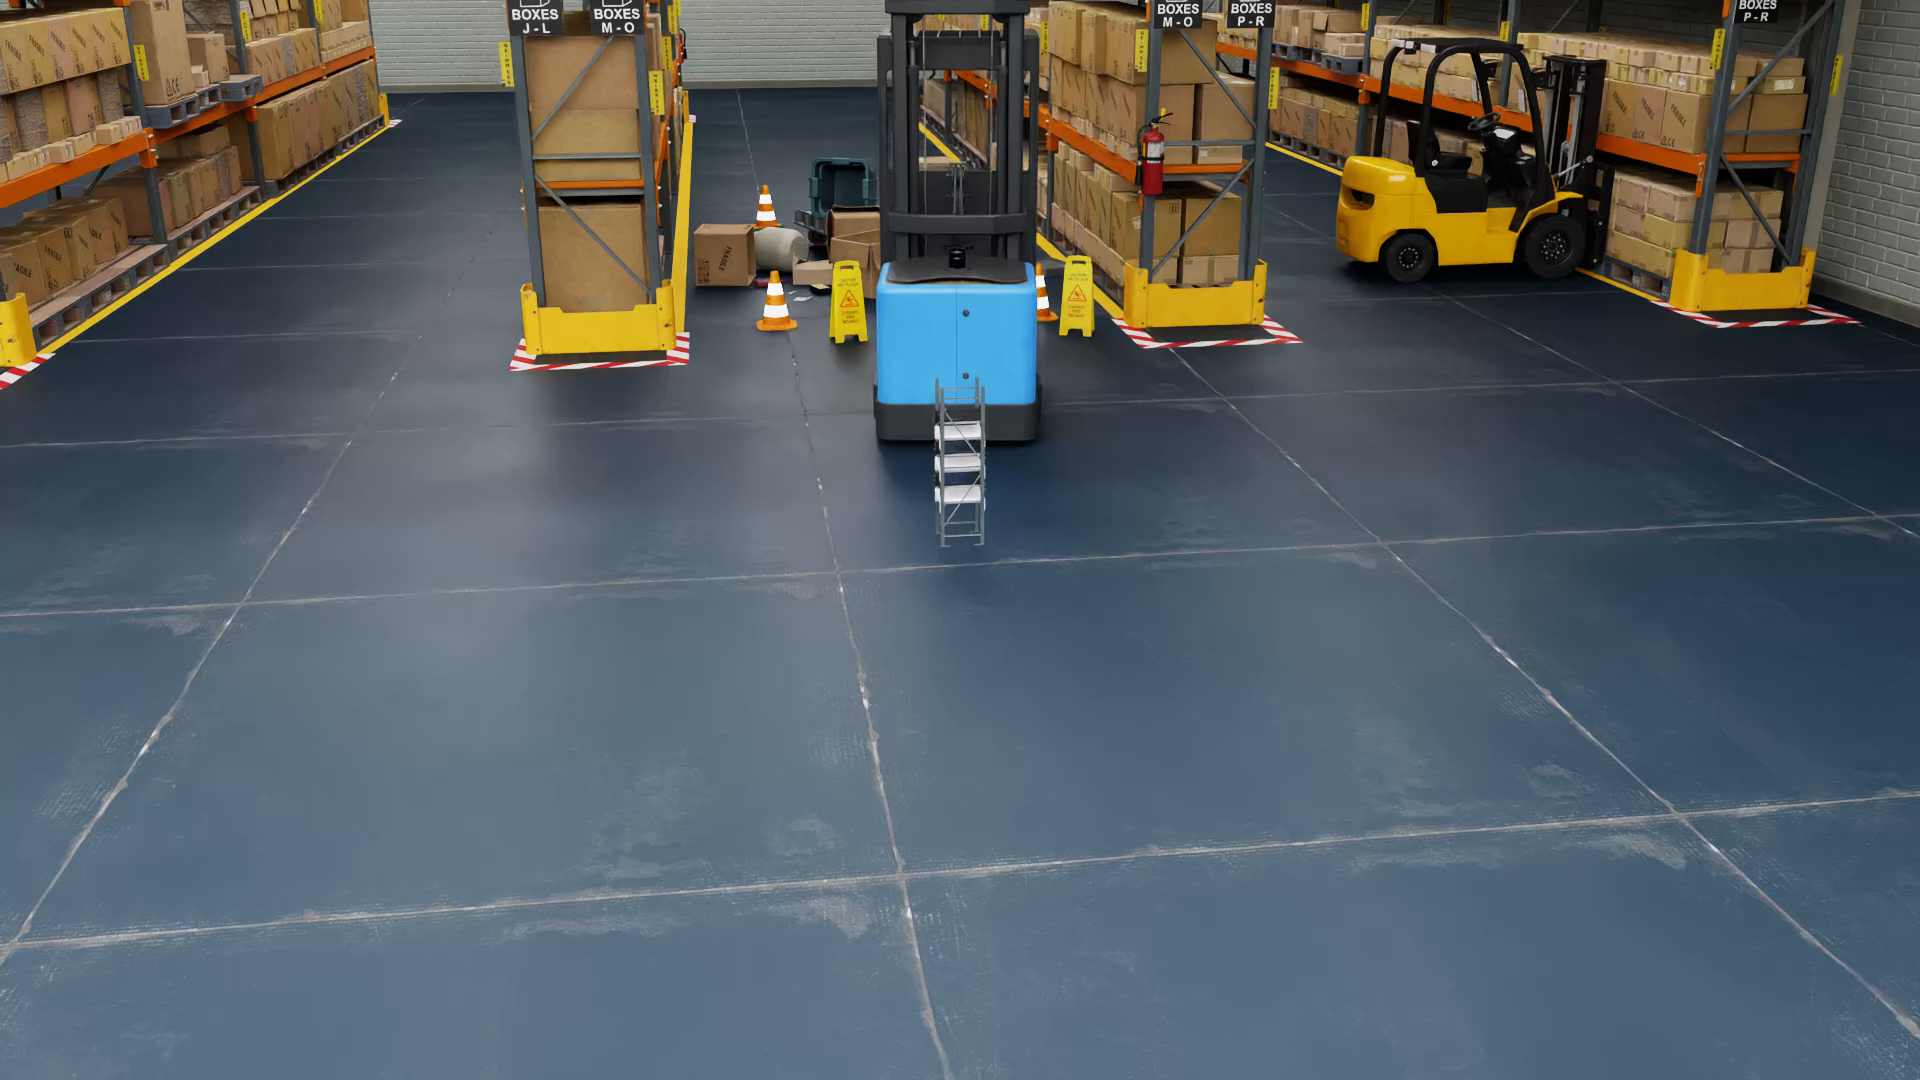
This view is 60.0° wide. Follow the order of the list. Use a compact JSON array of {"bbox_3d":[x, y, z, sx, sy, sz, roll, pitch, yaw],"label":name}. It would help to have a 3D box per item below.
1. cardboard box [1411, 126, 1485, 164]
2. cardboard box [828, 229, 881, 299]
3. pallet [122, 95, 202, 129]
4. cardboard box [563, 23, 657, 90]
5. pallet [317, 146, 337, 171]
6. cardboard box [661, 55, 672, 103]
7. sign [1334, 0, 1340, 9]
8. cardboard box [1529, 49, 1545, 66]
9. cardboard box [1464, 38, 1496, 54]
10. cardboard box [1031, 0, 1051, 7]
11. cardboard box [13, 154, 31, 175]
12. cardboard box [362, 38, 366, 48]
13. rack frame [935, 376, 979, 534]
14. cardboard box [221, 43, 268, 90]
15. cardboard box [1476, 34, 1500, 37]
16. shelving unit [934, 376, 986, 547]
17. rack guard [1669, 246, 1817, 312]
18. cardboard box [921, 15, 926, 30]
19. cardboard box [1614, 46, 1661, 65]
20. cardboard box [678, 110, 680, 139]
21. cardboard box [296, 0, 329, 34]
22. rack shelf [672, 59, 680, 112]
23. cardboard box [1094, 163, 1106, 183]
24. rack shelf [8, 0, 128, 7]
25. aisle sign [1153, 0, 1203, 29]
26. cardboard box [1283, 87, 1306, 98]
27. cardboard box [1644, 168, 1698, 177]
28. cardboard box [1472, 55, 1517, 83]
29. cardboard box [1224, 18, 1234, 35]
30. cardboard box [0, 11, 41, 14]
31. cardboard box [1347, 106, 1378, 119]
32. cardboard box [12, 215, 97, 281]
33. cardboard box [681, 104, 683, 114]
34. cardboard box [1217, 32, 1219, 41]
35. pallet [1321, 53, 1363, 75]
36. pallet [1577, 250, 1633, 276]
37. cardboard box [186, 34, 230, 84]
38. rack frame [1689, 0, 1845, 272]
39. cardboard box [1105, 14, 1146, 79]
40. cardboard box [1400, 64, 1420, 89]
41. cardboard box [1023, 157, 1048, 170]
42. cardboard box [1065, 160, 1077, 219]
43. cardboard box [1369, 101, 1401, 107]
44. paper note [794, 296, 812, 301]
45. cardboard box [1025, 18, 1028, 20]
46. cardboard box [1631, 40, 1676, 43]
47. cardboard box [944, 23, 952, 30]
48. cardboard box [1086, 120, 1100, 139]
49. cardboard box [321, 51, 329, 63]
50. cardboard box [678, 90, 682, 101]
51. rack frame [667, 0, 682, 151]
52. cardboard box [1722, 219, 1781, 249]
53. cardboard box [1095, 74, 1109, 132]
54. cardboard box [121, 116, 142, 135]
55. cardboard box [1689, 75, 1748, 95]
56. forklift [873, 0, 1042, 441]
[{"bbox_3d":[6.039,-4.678,20.247,0.875,0.625,0.625,-4,21,-10],"label":"cardboard box"},{"bbox_3d":[-0.753,-2.558,15.347,0.637,0.503,0.797,17,27,39],"label":"cardboard box"},{"bbox_3d":[-8.344,-4.315,16.755,1.003,0.211,1.213,-3,21,-8],"label":"pallet"},{"bbox_3d":[-3.011,-4.056,14.030,0.875,0.550,0.550,-3,21,-8],"label":"cardboard box"},{"bbox_3d":[-9.345,-5.333,23.192,1.003,0.211,1.213,-3,21,-8],"label":"pallet"},{"bbox_3d":[-3.481,-5.114,18.478,0.500,0.500,0.500,-3,21,-7],"label":"cardboard box"},{"bbox_3d":[5.735,-8.225,25.297,0.100,0.325,0.005,-3,21,-8],"label":"sign"},{"bbox_3d":[6.164,-5.021,17.303,0.380,0.149,0.250,-2,21,-6],"label":"cardboard box"},{"bbox_3d":[5.863,-5.602,18.858,0.380,0.149,0.250,-4,21,-9],"label":"cardboard box"},{"bbox_3d":[1.023,-6.716,21.337,0.500,0.500,0.500,-4,21,-10],"label":"cardboard box"},{"bbox_3d":[-7.701,-3.001,13.323,0.380,0.149,0.250,-3,21,-8],"label":"cardboard box"},{"bbox_3d":[-9.656,-7.886,26.401,0.380,0.149,0.250,-3,21,-8],"label":"cardboard box"},{"bbox_3d":[-0.016,-0.460,9.160,0.240,0.900,0.006,-3,21,-8],"label":"rack frame"},{"bbox_3d":[-8.755,-5.746,20.171,0.500,0.500,0.500,-2,21,-6],"label":"cardboard box"},{"bbox_3d":[6.328,-5.897,19.649,0.380,0.149,0.250,-3,21,-7],"label":"cardboard box"},{"bbox_3d":[-0.001,-0.424,9.066,0.258,0.900,0.210,-3,21,-8],"label":"shelving unit"},{"bbox_3d":[6.920,-2.320,14.712,1.175,0.500,0.348,-3,21,-8],"label":"rack guard"},{"bbox_3d":[-0.360,-8.302,27.015,0.500,0.500,0.500,-3,21,-8],"label":"cardboard box"},{"bbox_3d":[6.373,-4.539,15.587,0.380,0.149,0.250,-3,21,-7],"label":"cardboard box"},{"bbox_3d":[-4.252,-5.900,23.697,0.500,0.500,0.500,-3,21,-9],"label":"cardboard box"},{"bbox_3d":[-9.347,-7.501,23.731,0.500,0.500,0.500,-3,21,-8],"label":"cardboard box"},{"bbox_3d":[-4.320,-6.088,22.257,1.077,0.370,4.000,-3,21,-8],"label":"rack shelf"},{"bbox_3d":[1.443,-3.378,15.303,0.380,0.149,0.250,-2,21,-5],"label":"cardboard box"},{"bbox_3d":[-8.090,-4.508,13.740,1.077,0.370,4.000,-3,21,-8],"label":"rack shelf"},{"bbox_3d":[1.727,-4.429,13.072,0.394,0.787,0.004,-3,21,-8],"label":"aisle sign"},{"bbox_3d":[5.092,-6.754,25.057,0.380,0.149,0.250,-3,21,-9],"label":"cardboard box"},{"bbox_3d":[6.897,-3.398,15.929,0.500,0.250,0.500,-3,21,-8],"label":"cardboard box"},{"bbox_3d":[6.016,-5.205,18.365,0.500,0.250,0.500,-3,21,-9],"label":"cardboard box"},{"bbox_3d":[4.653,-8.411,27.239,0.500,0.250,0.500,-3,21,-9],"label":"cardboard box"},{"bbox_3d":[-8.491,-4.445,14.834,0.500,0.500,0.500,-3,21,-8],"label":"cardboard box"},{"bbox_3d":[5.441,-5.757,22.387,0.380,0.149,0.250,-4,21,-10],"label":"cardboard box"},{"bbox_3d":[-8.103,-2.609,14.886,0.500,0.500,0.500,-5,21,-13],"label":"cardboard box"},{"bbox_3d":[-4.765,-7.108,27.434,0.380,0.149,0.250,-2,21,-6],"label":"cardboard box"},{"bbox_3d":[4.516,-8.528,28.121,0.380,0.149,0.250,-2,21,-6],"label":"cardboard box"},{"bbox_3d":[5.596,-6.410,22.366,1.213,0.211,1.003,-3,21,-8],"label":"pallet"},{"bbox_3d":[6.592,-2.877,16.617,1.003,0.211,1.213,-3,21,-8],"label":"pallet"},{"bbox_3d":[-8.658,-5.388,18.611,0.700,0.500,0.500,0,20,0],"label":"cardboard box"},{"bbox_3d":[6.917,-3.499,14.297,1.000,3.000,0.127,-3,21,-8],"label":"rack frame"},{"bbox_3d":[1.650,-4.243,14.293,0.700,0.500,0.500,-3,21,-7],"label":"cardboard box"},{"bbox_3d":[5.734,-5.680,20.352,0.500,0.250,0.500,-4,21,-10],"label":"cardboard box"},{"bbox_3d":[1.142,-4.269,19.514,0.950,0.372,0.625,-2,21,-6],"label":"cardboard box"},{"bbox_3d":[1.335,-3.490,16.530,0.500,0.500,0.500,-2,21,-6],"label":"cardboard box"},{"bbox_3d":[5.870,-5.970,22.959,0.380,0.149,0.250,-3,21,-7],"label":"cardboard box"},{"bbox_3d":[-1.419,-2.185,15.025,0.144,0.017,0.142,4,21,11],"label":"paper note"},{"bbox_3d":[0.917,-5.695,19.010,0.500,0.500,0.500,-4,21,-10],"label":"cardboard box"},{"bbox_3d":[6.838,-4.834,16.376,0.380,0.149,0.250,-3,21,-8],"label":"cardboard box"},{"bbox_3d":[0.060,-7.399,24.240,0.500,0.250,0.500,-4,21,-9],"label":"cardboard box"},{"bbox_3d":[1.396,-3.860,15.623,0.380,0.149,0.250,-3,21,-8],"label":"cardboard box"},{"bbox_3d":[-9.245,-6.904,23.772,0.380,0.149,0.250,-3,21,-8],"label":"cardboard box"},{"bbox_3d":[-4.647,-7.116,26.605,0.380,0.149,0.250,-2,21,-6],"label":"cardboard box"},{"bbox_3d":[-4.608,-7.117,23.985,1.000,3.000,0.127,-3,21,-8],"label":"rack frame"},{"bbox_3d":[7.054,-2.815,15.081,0.500,0.250,0.500,-3,21,-7],"label":"cardboard box"},{"bbox_3d":[1.518,-3.955,14.949,0.500,0.500,0.500,-3,21,-8],"label":"cardboard box"},{"bbox_3d":[-8.056,-3.955,15.878,0.380,0.149,0.250,-3,21,-8],"label":"cardboard box"},{"bbox_3d":[6.589,-3.956,14.450,0.380,0.149,0.250,-3,21,-7],"label":"cardboard box"},{"bbox_3d":[-0.009,-2.477,11.659,1.130,2.935,3.031,0,20,0],"label":"forklift"}]
